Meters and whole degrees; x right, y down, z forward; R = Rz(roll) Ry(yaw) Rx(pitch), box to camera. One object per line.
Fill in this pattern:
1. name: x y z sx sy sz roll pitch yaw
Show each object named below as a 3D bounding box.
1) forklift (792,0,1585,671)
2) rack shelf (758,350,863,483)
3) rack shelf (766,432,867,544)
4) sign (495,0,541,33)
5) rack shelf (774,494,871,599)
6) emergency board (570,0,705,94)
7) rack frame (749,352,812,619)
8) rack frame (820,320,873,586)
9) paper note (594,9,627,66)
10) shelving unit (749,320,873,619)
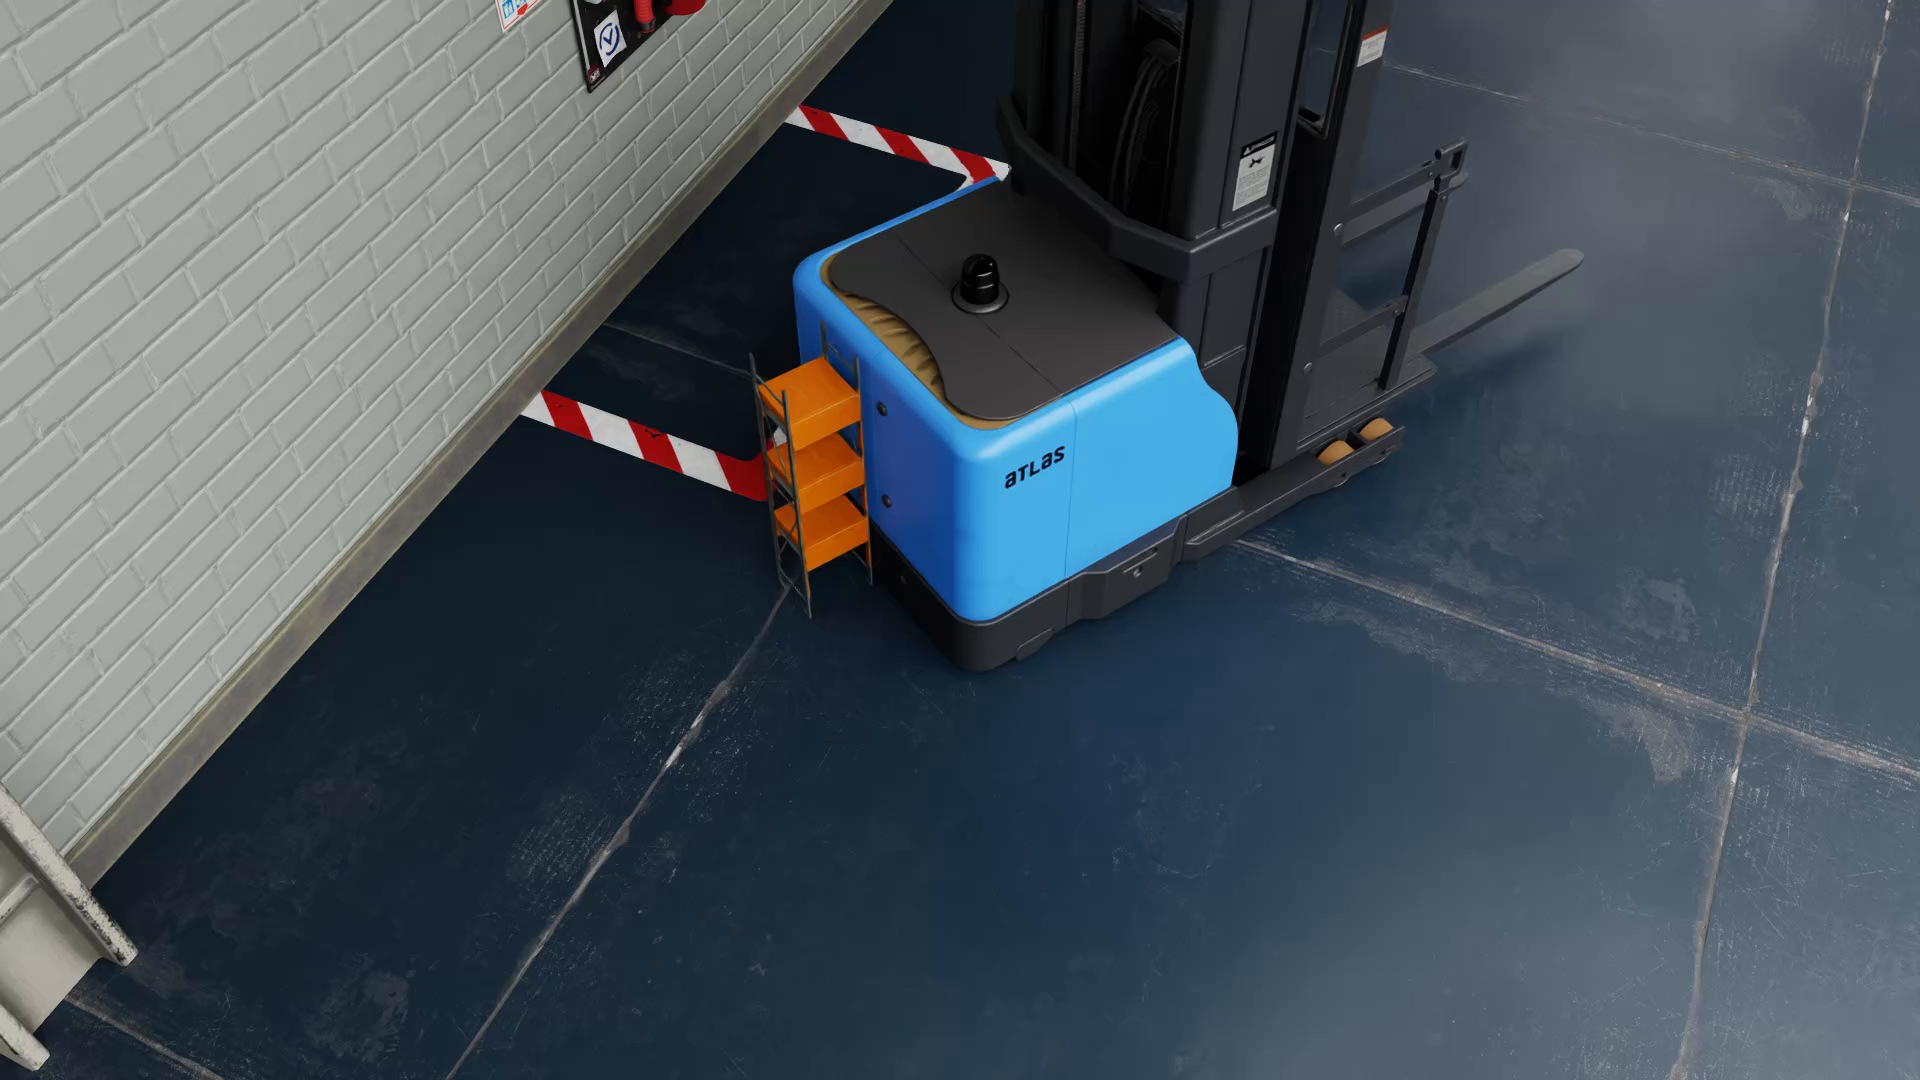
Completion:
1. forklift: 0.972 -1.442 5.052 3.031 2.935 1.130 -28 55 -22
2. rack shelf: -0.454 -0.372 5.019 0.240 0.259 0.215 -28 55 -22
3. rack shelf: -0.454 -0.188 5.235 0.240 0.259 0.215 -28 55 -22
4. sign: -1.424 -1.819 5.305 0.001 0.329 0.234 20 52 16
5. rack shelf: -0.454 -0.008 5.446 0.240 0.259 0.215 -28 55 -22
6. emergency board: -1.094 -2.155 5.614 0.194 1.169 0.643 20 52 16
7. rack frame: -0.554 -0.142 5.181 0.008 1.050 0.200 -28 55 -22
8. rack frame: -0.354 -0.248 5.272 0.008 1.050 0.200 -28 55 -22
9. paper note: -1.232 -1.770 5.865 0.016 0.148 0.142 20 52 16
10. shelving unit: -0.454 -0.195 5.227 0.252 1.050 0.215 -28 55 -22
